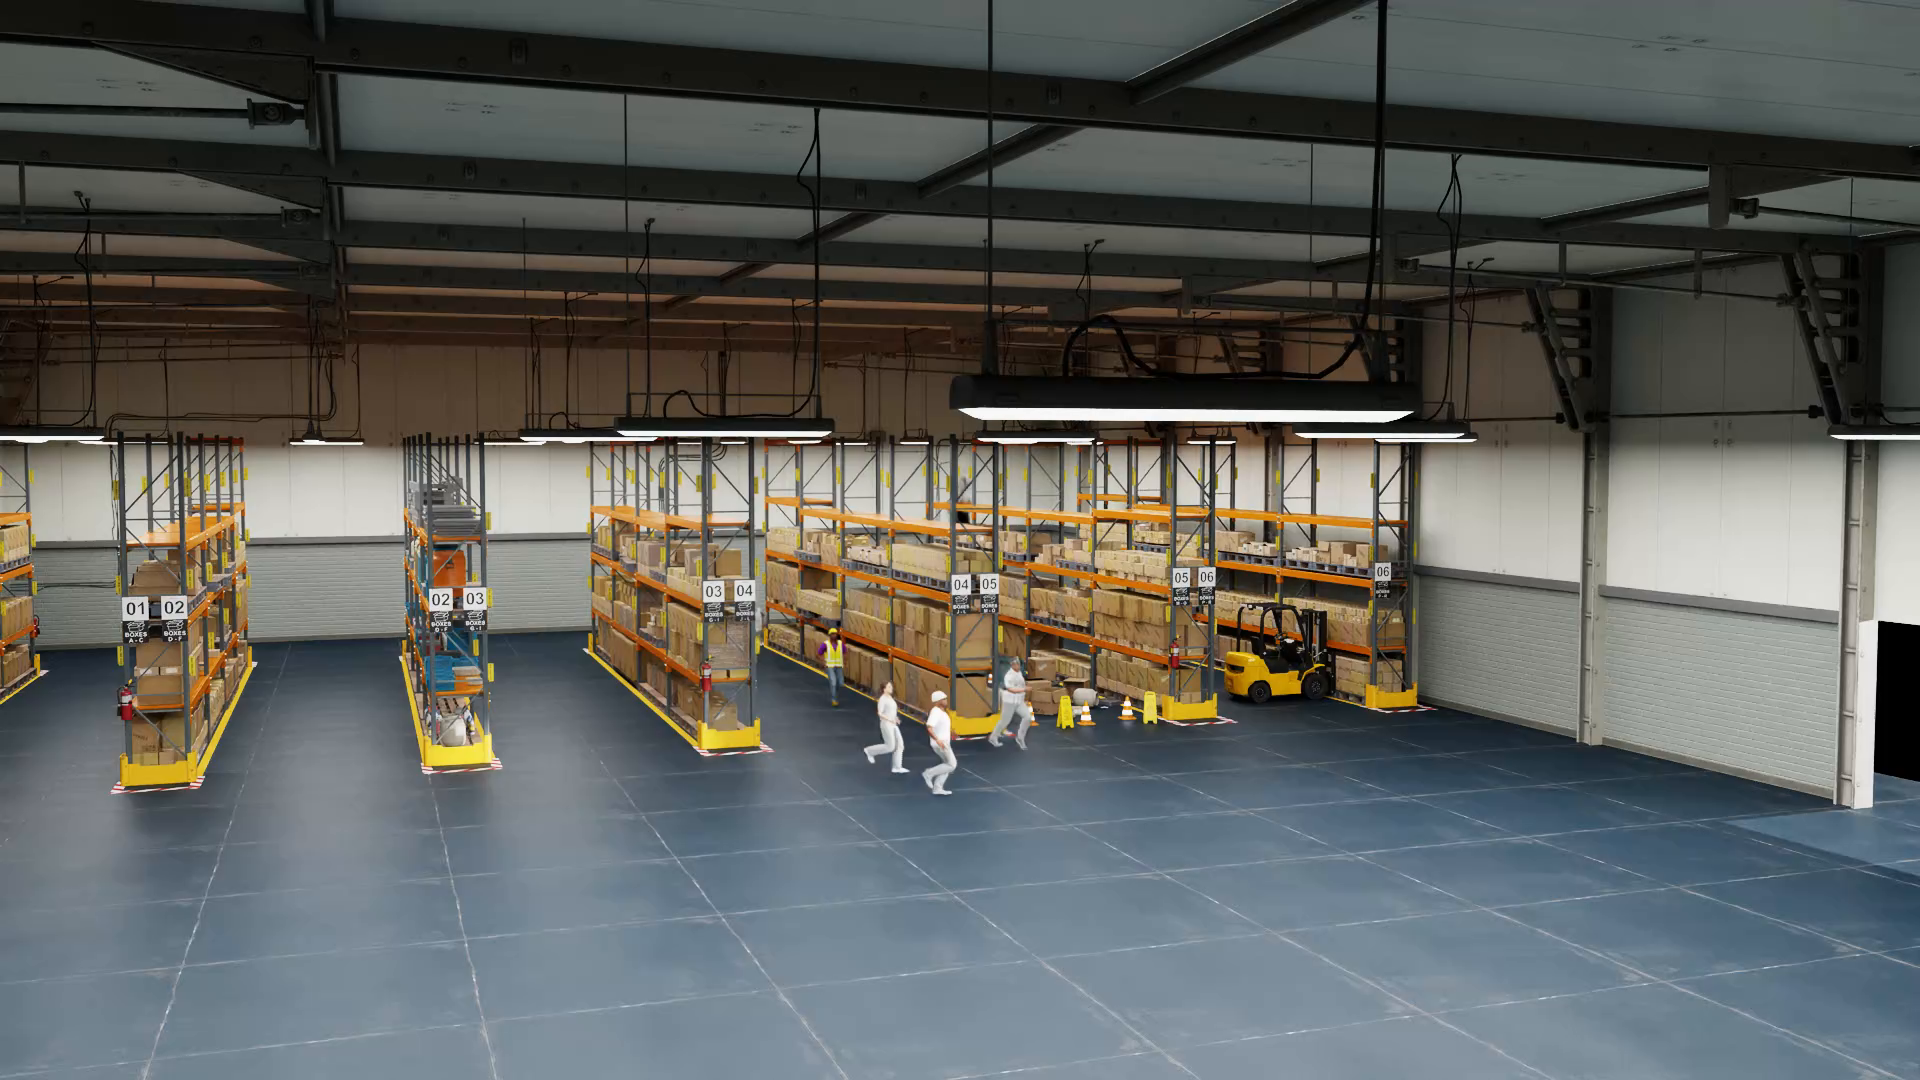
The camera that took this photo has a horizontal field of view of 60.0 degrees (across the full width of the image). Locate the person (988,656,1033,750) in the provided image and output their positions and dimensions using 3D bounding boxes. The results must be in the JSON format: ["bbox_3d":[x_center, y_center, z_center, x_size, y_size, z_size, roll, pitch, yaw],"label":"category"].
[{"bbox_3d":[1.008,3.095,31.574,0.910,1.831,0.673,2,4,31],"label":"person"}]

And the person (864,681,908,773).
[{"bbox_3d":[-1.279,3.296,29.341,0.806,1.614,0.580,1,3,19],"label":"person"}]

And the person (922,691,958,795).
[{"bbox_3d":[-0.324,3.345,27.400,0.584,1.717,0.703,0,3,4],"label":"person"}]

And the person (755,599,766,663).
[{"bbox_3d":[-5.486,2.414,44.469,0.697,1.727,0.670,-1,3,-23],"label":"person"}]

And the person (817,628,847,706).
[{"bbox_3d":[-2.825,2.814,36.973,0.700,1.719,0.625,-1,3,-21],"label":"person"}]
